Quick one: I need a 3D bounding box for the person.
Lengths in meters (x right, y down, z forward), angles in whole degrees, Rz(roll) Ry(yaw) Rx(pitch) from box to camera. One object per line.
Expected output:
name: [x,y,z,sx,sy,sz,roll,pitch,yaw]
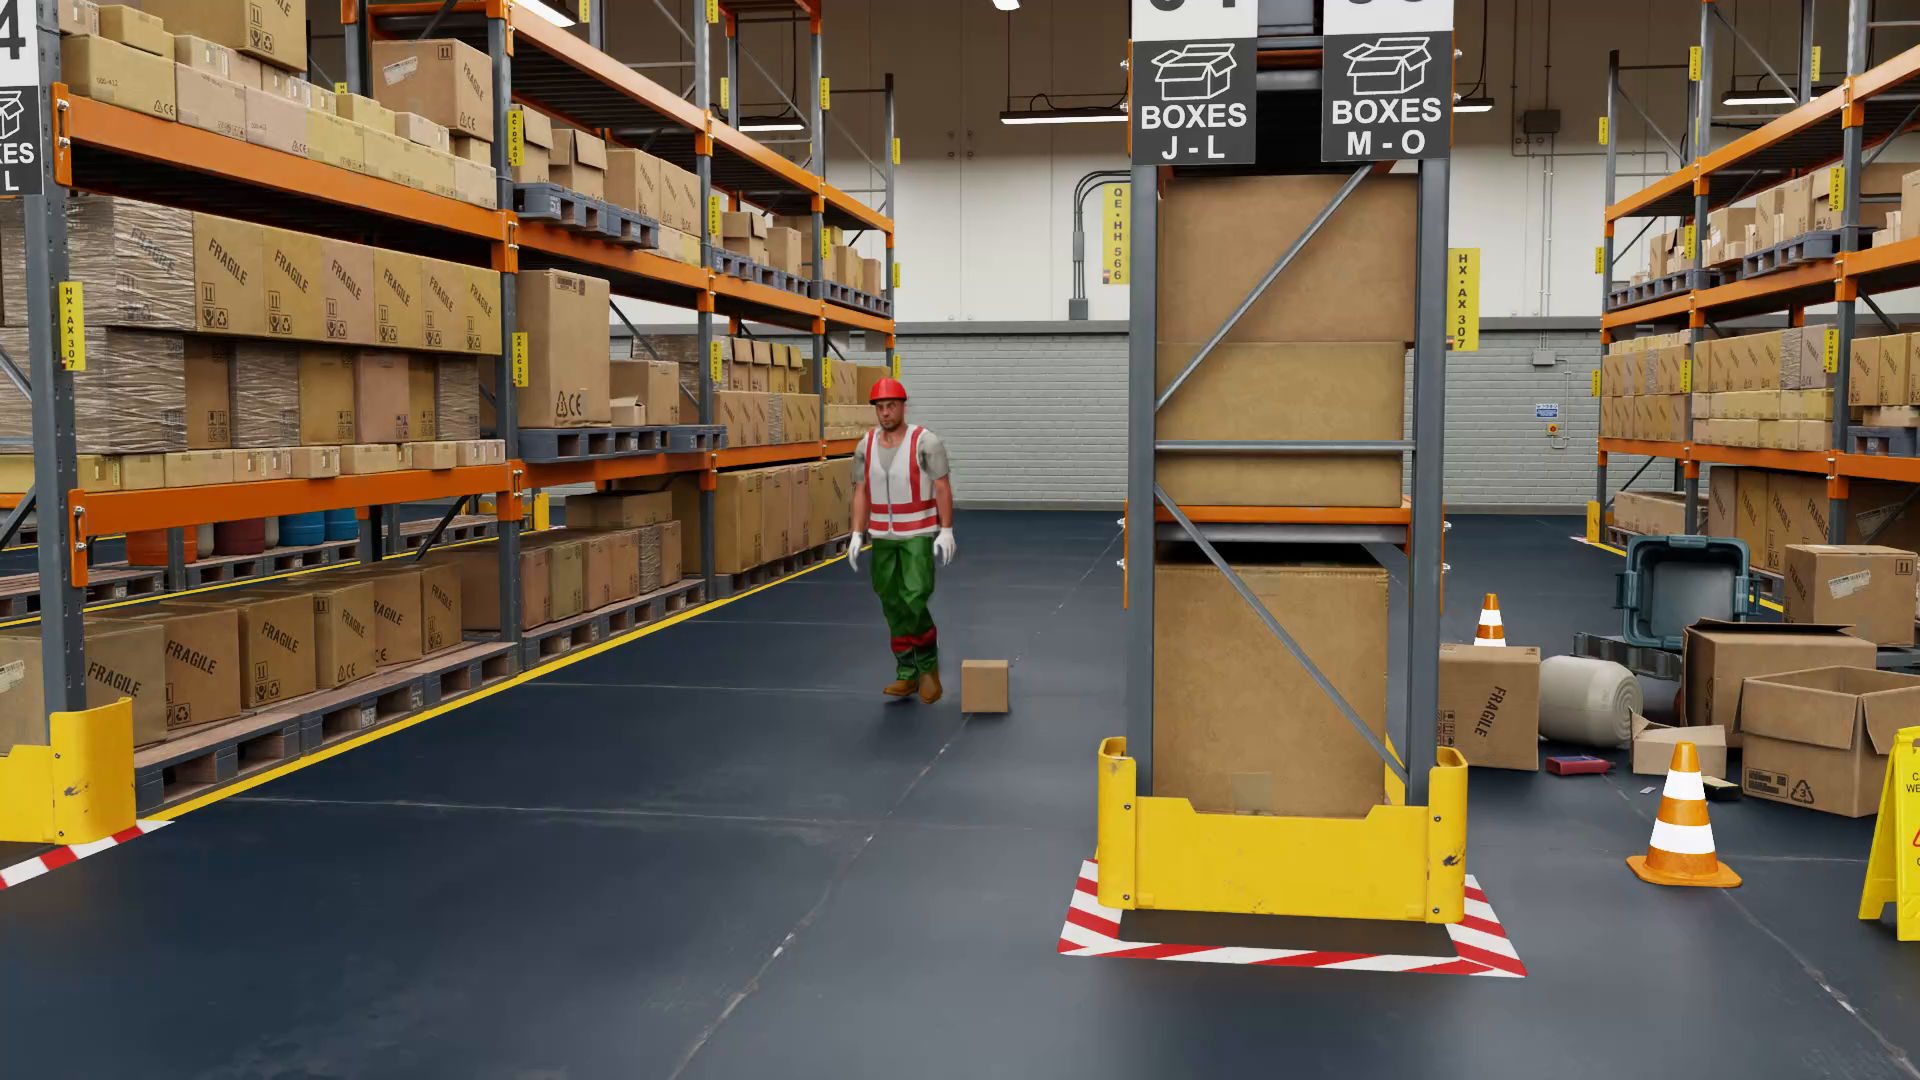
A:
person: [-0.316,0.003,9.143,0.566,1.787,0.500,2,5,26]
